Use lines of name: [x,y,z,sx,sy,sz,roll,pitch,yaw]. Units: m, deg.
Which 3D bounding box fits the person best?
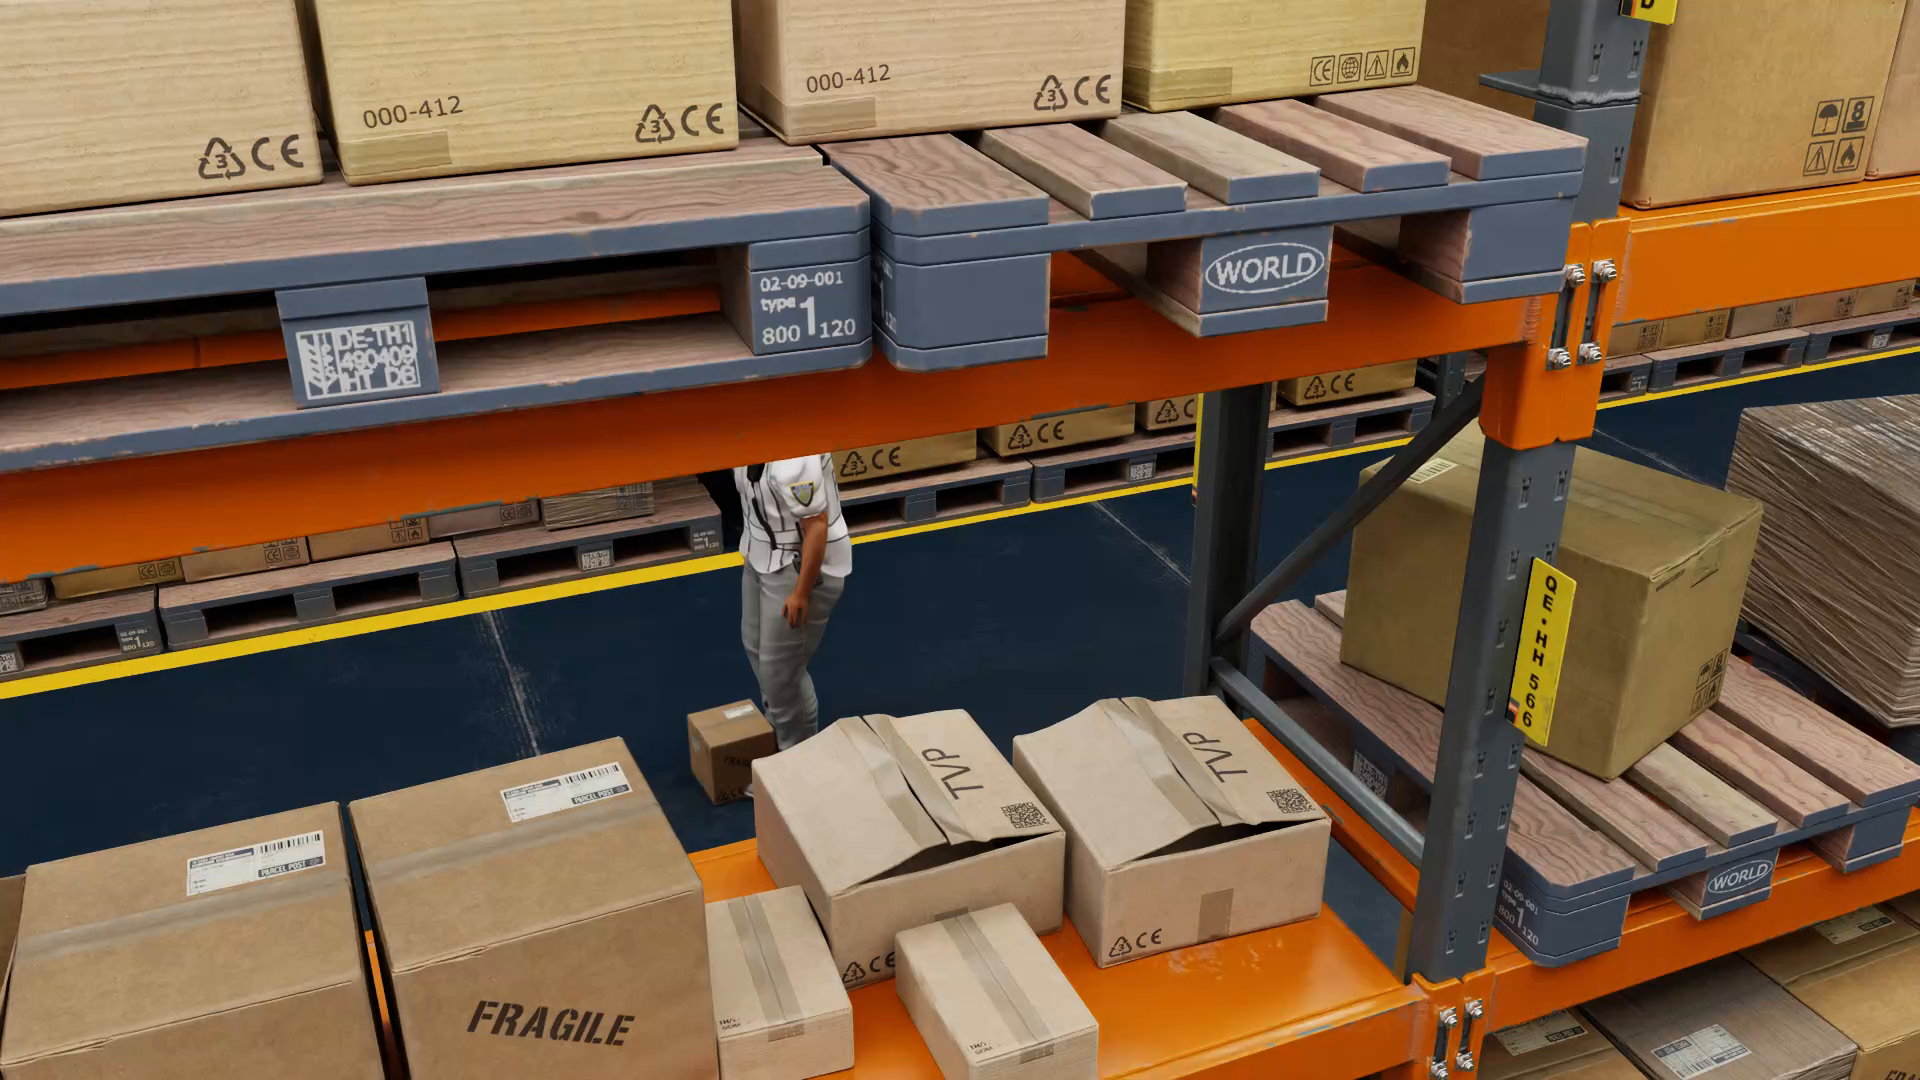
person: [-0.641,0.103,5.896,0.466,1.665,0.542,-12,28,-22]
